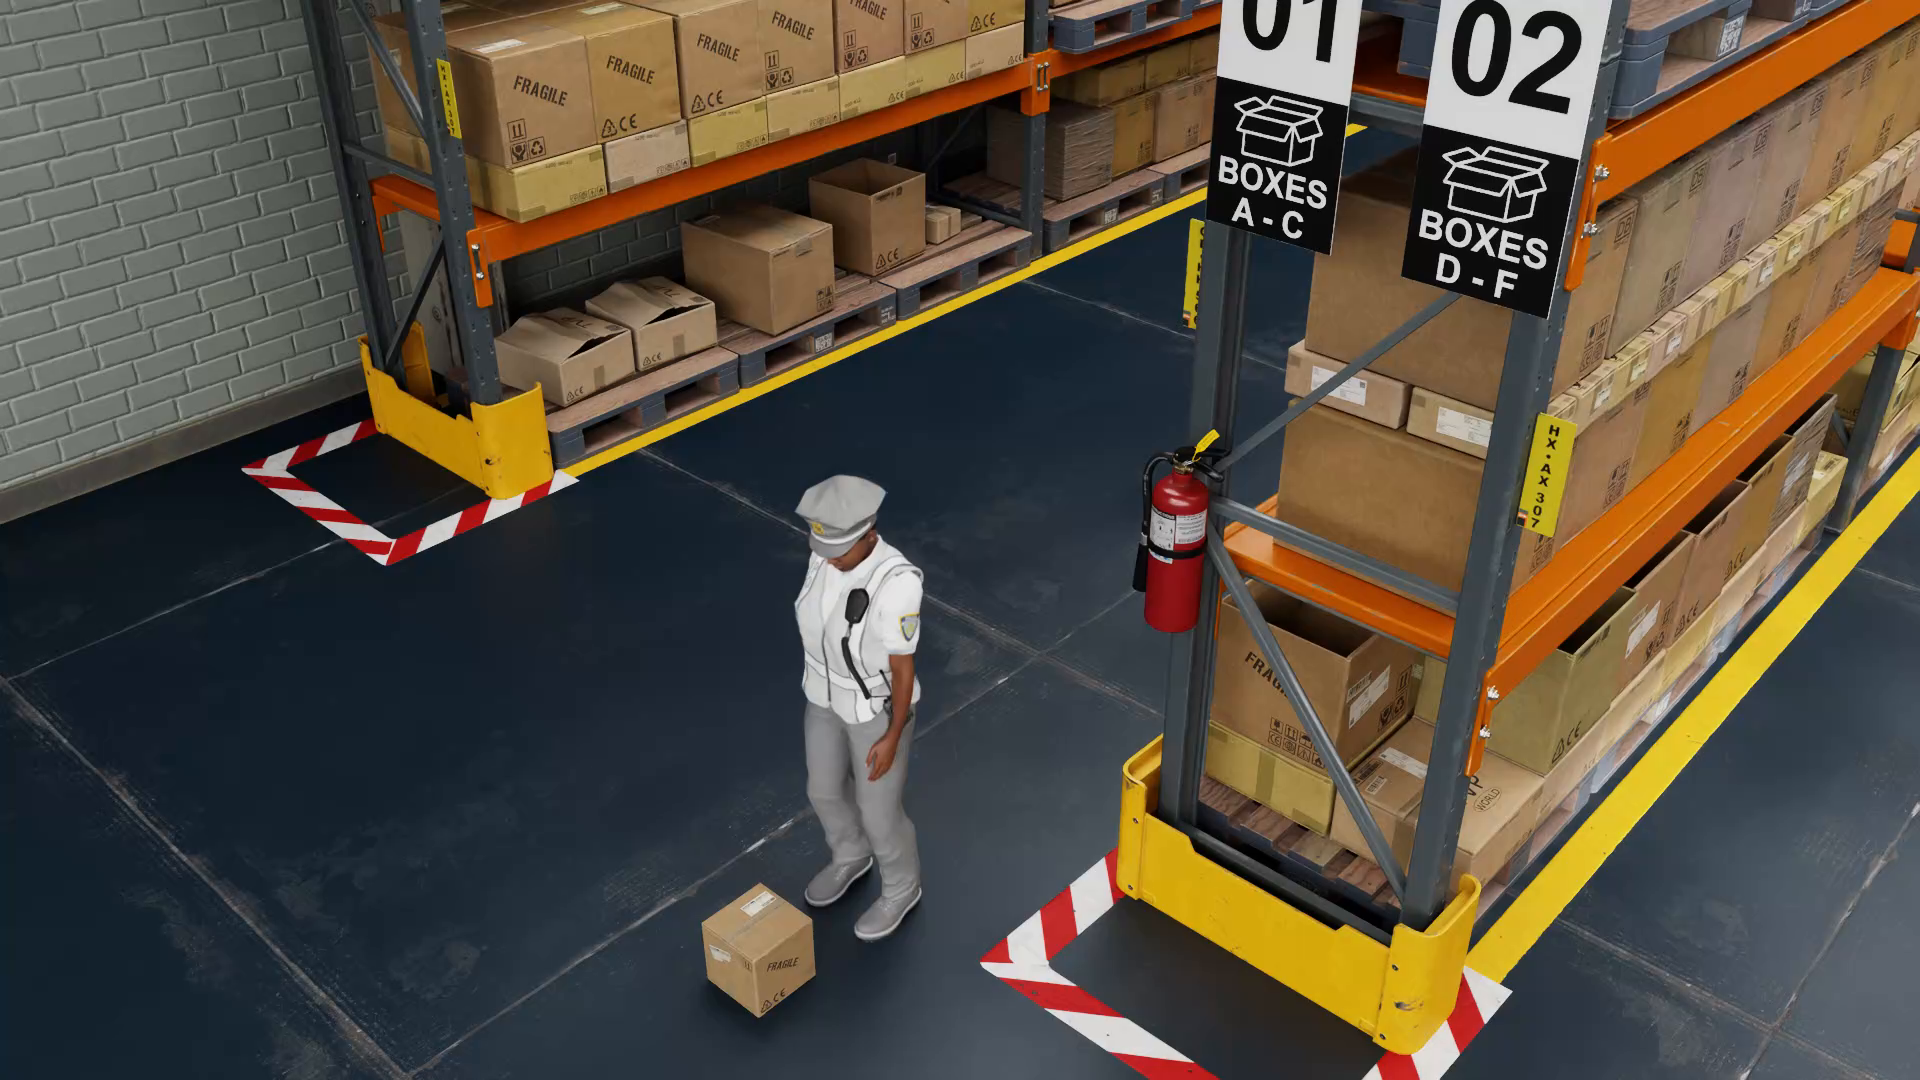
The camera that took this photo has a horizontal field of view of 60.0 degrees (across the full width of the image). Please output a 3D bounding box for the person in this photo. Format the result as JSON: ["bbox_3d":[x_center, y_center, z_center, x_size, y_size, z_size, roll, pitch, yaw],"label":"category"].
[{"bbox_3d":[-0.311,0.542,5.272,0.443,1.651,0.351,25,40,35],"label":"person"}]
